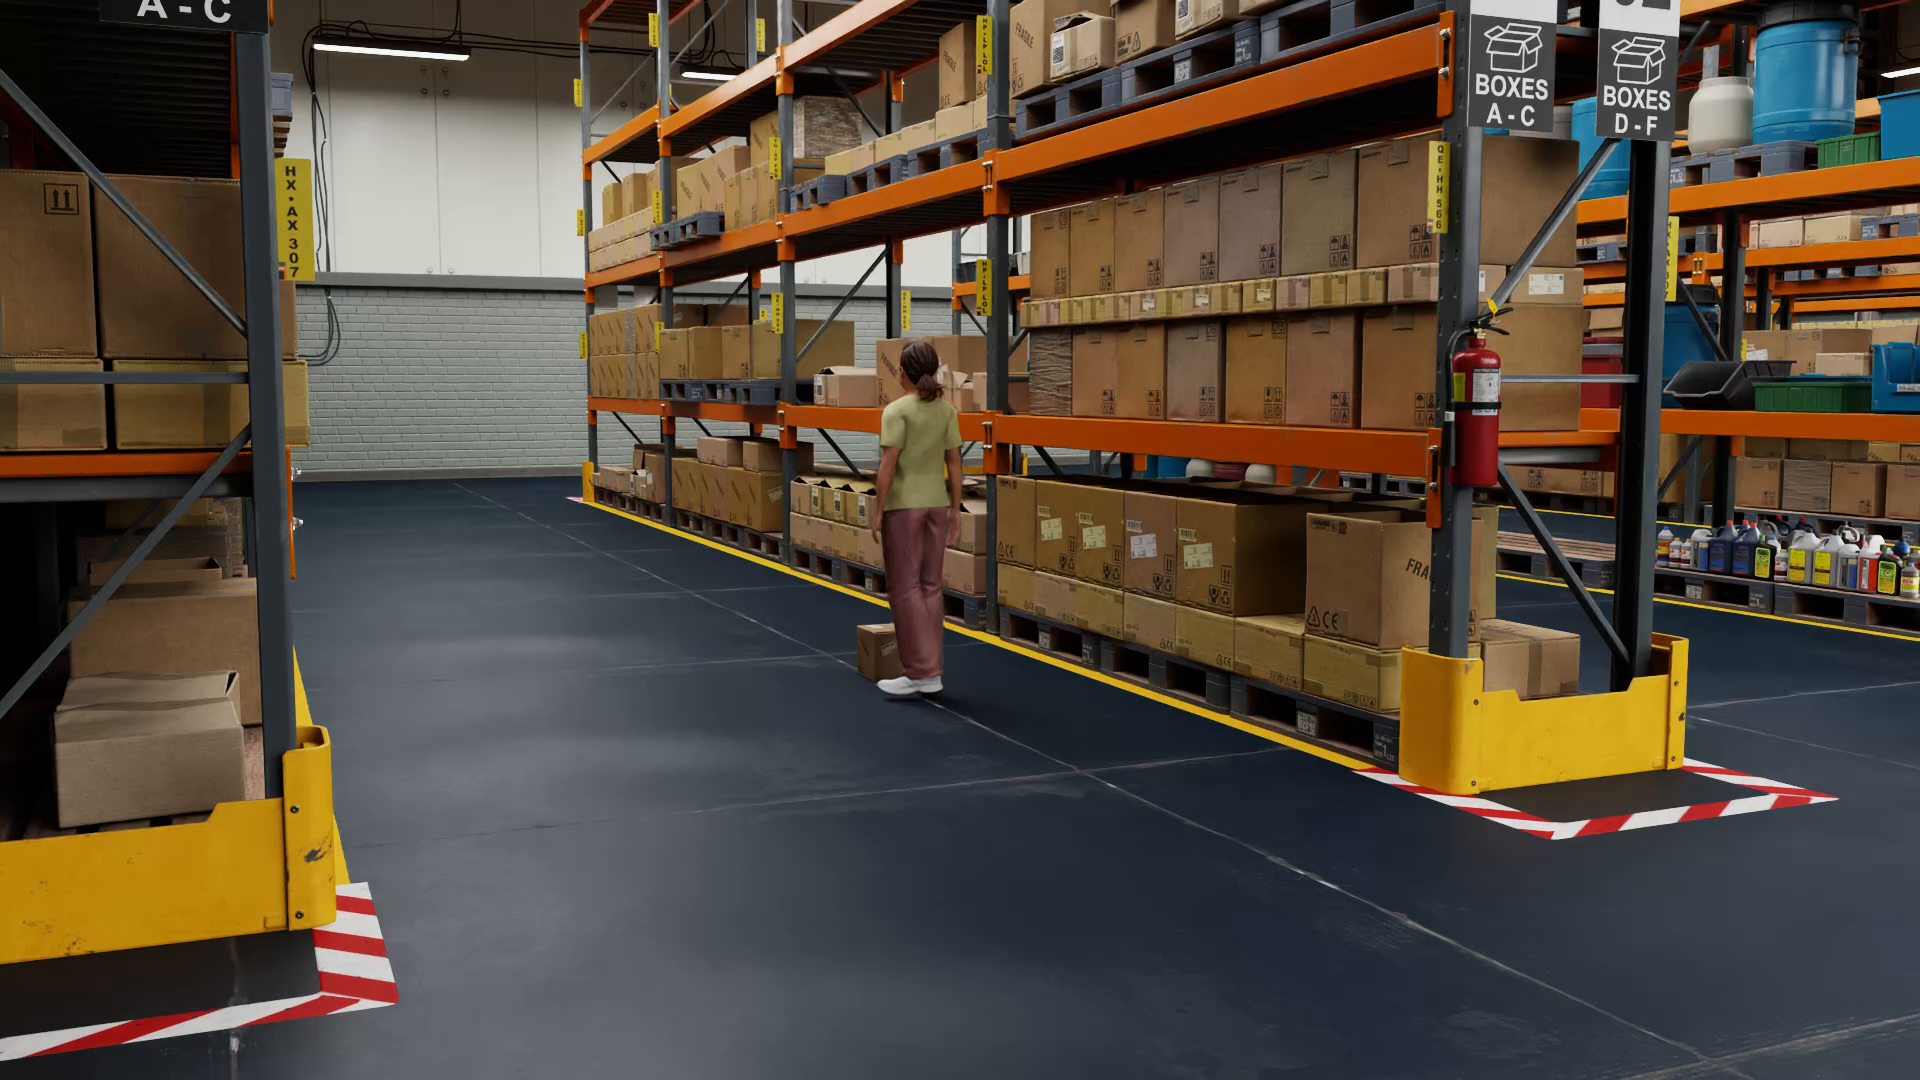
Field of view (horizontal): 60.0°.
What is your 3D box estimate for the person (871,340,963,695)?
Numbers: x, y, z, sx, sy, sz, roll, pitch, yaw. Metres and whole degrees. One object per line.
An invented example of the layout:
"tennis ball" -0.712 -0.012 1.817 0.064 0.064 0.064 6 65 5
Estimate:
"person" -0.213 -0.109 7.911 0.465 1.670 0.395 -4 7 -37
